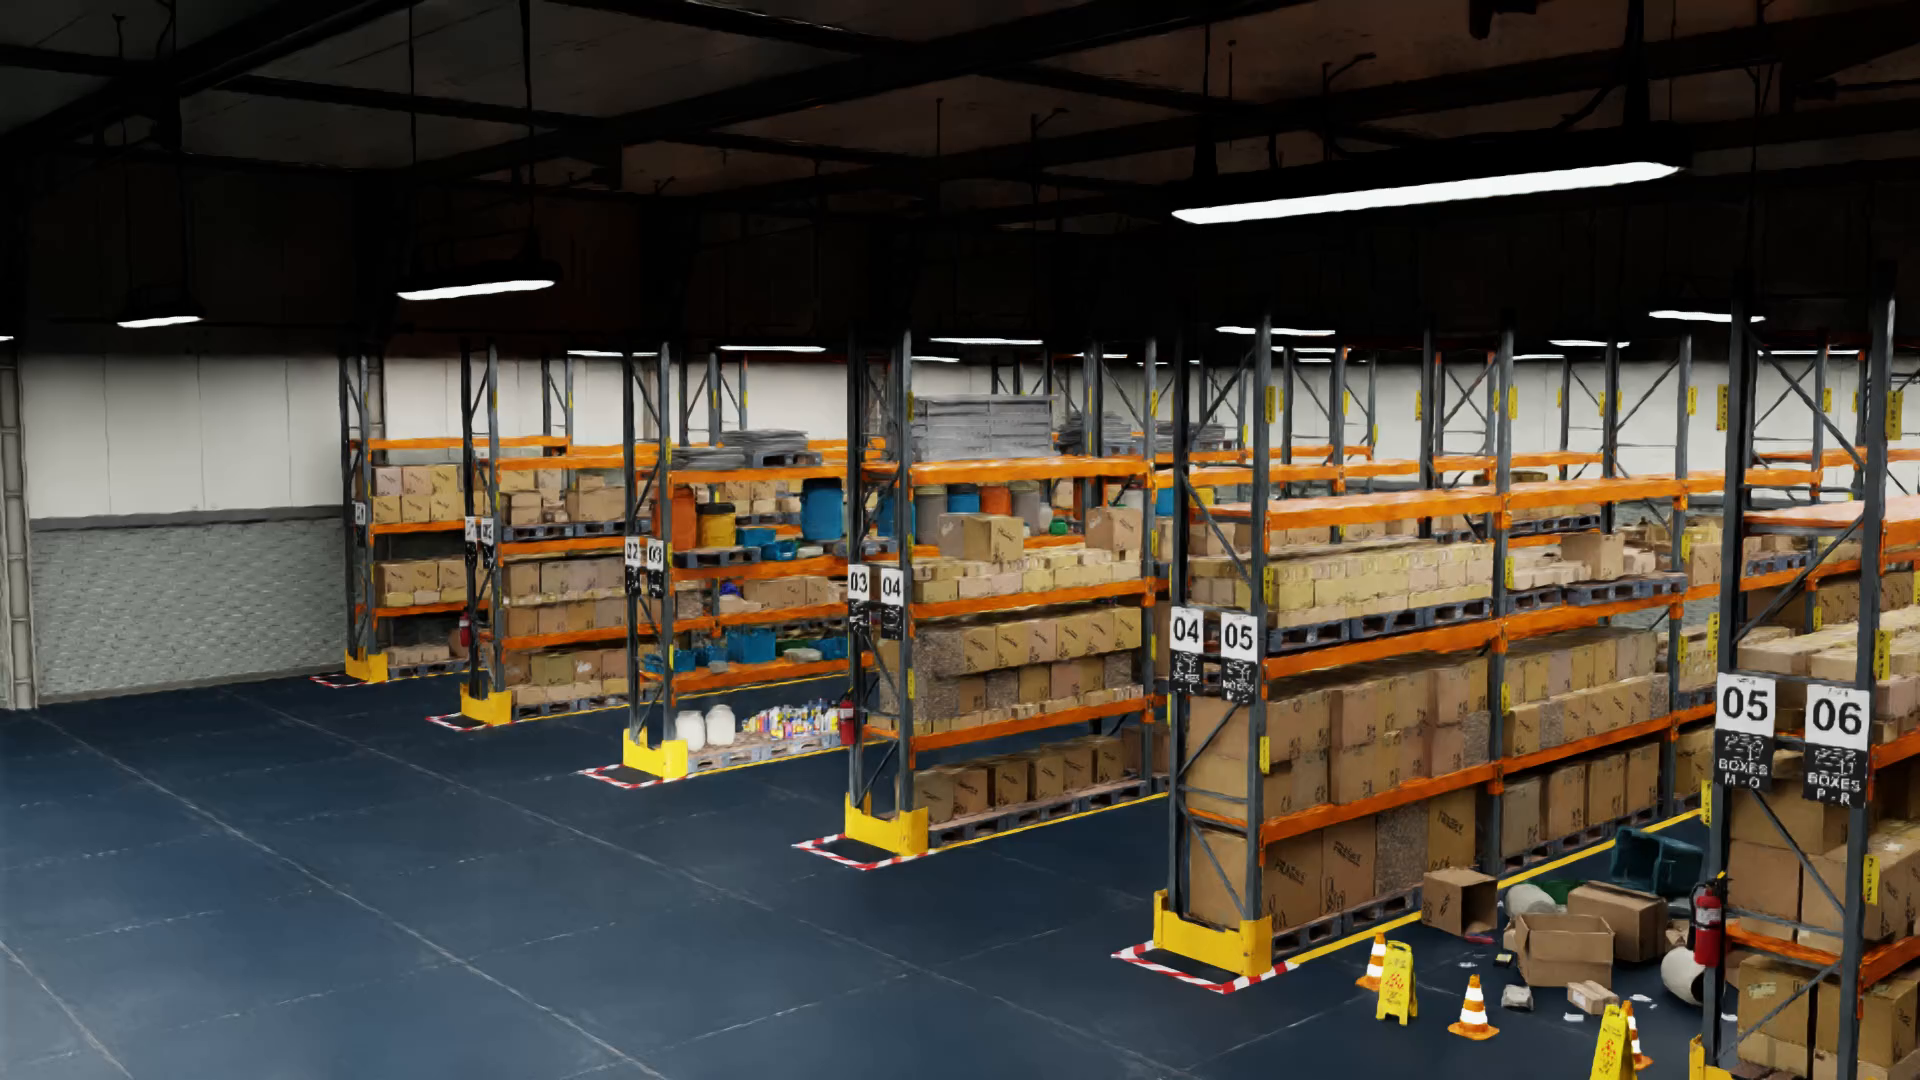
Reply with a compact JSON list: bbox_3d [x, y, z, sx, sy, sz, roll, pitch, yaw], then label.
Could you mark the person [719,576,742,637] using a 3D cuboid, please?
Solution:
[{"bbox_3d":[-4.562,1.409,33.109,0.513,1.604,0.592,-5,7,-43],"label":"person"}]
